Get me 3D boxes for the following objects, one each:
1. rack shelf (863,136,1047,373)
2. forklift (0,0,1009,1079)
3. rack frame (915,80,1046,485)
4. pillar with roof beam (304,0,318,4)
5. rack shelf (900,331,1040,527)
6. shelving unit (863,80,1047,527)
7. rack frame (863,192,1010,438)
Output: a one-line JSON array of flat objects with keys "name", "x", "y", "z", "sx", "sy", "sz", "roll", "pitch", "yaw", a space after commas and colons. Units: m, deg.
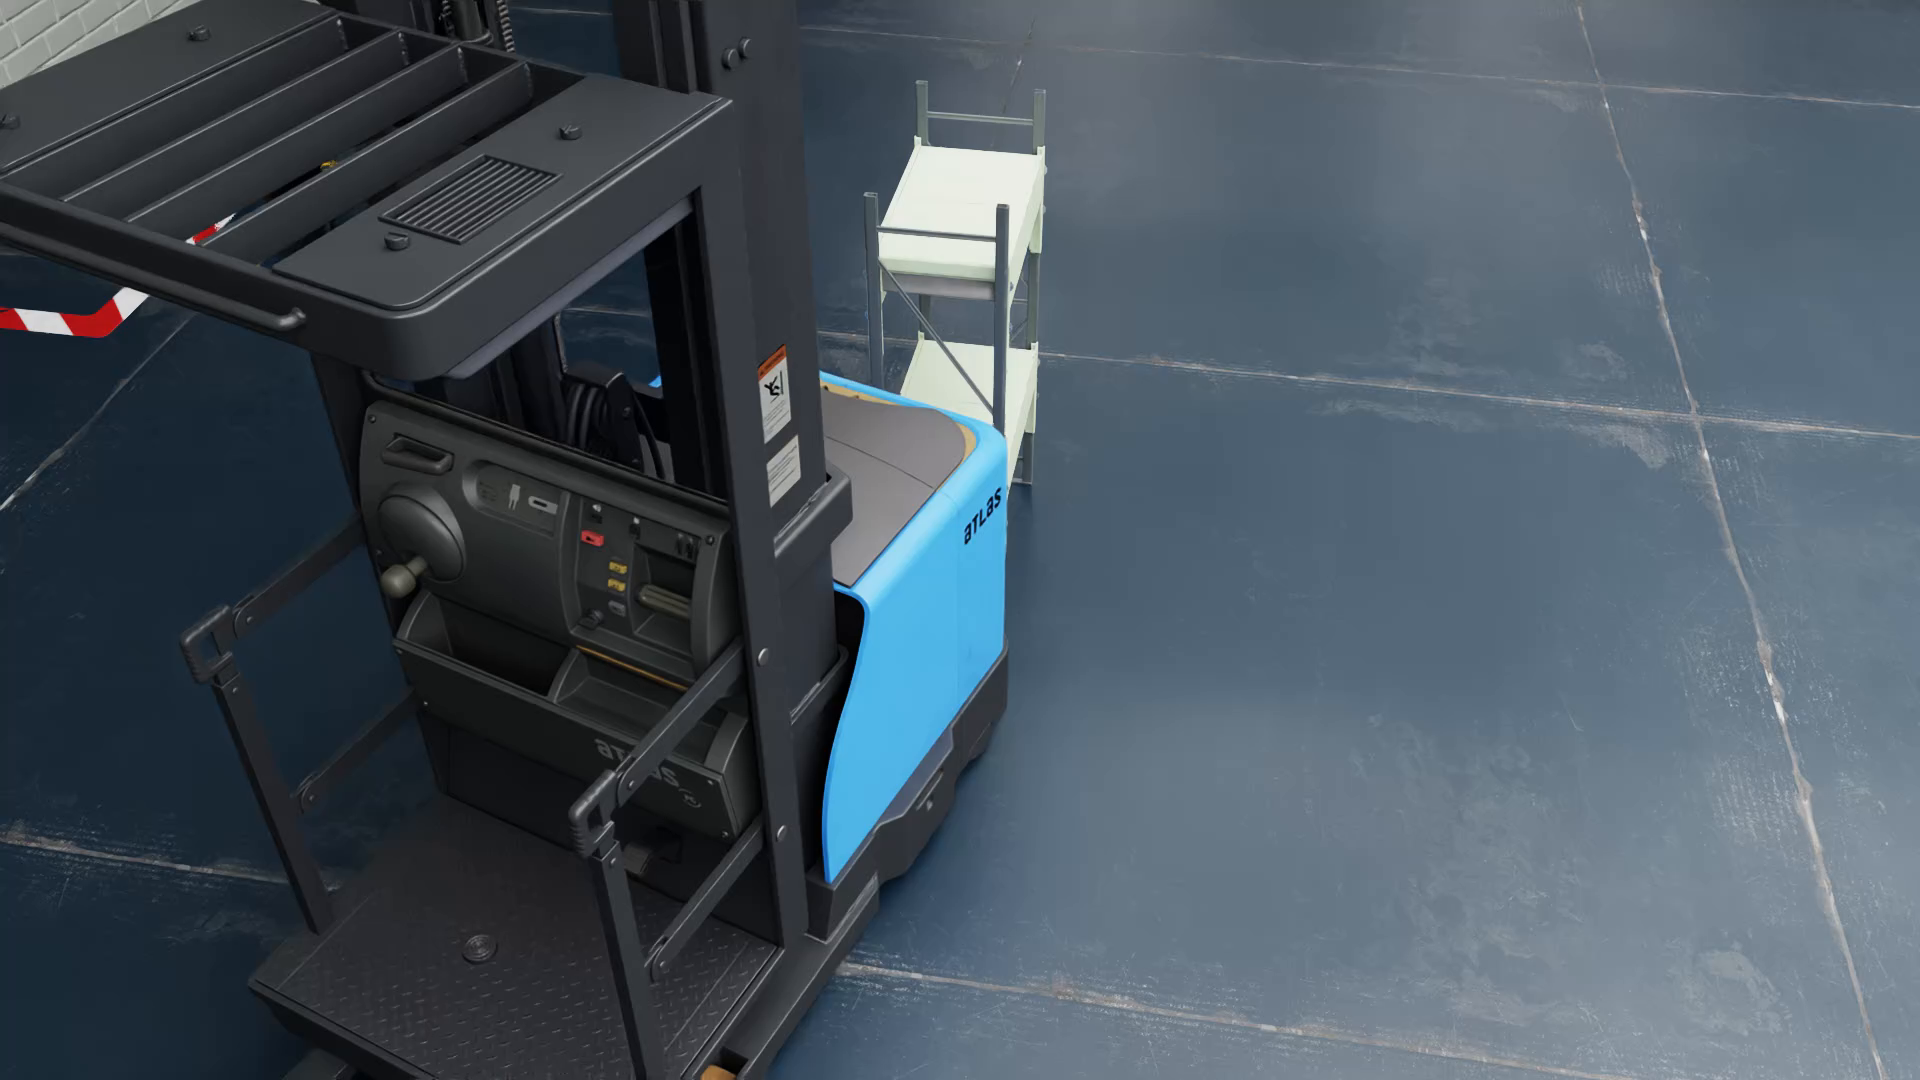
[{"name": "rack shelf", "x": -0.001, "y": -0.875, "z": 5.018, "sx": 0.431, "sy": 0.370, "sz": 0.720, "roll": 6, "pitch": 40, "yaw": 8}, {"name": "forklift", "x": -0.992, "y": 0.084, "z": 3.348, "sx": 1.130, "sy": 2.935, "sz": 3.031, "roll": 19, "pitch": 43, "yaw": 21}, {"name": "rack frame", "x": 0.062, "y": -0.804, "z": 5.545, "sx": 0.400, "sy": 1.500, "sz": 0.023, "roll": 6, "pitch": 40, "yaw": 8}, {"name": "pillar with roof beam", "x": 0.477, "y": -6.140, "z": 6.114, "sx": 9.100, "sy": 9.000, "sz": 0.400, "roll": 6, "pitch": 40, "yaw": 8}, {"name": "rack shelf", "x": -0.001, "y": -0.323, "z": 5.475, "sx": 0.431, "sy": 0.370, "sz": 0.720, "roll": 6, "pitch": 40, "yaw": 8}, {"name": "shelving unit", "x": -0.001, "y": -0.574, "z": 5.267, "sx": 0.431, "sy": 1.500, "sz": 0.755, "roll": 6, "pitch": 40, "yaw": 8}, {"name": "rack frame", "x": -0.064, "y": -0.344, "z": 4.989, "sx": 0.400, "sy": 1.500, "sz": 0.023, "roll": 6, "pitch": 40, "yaw": 8}]
